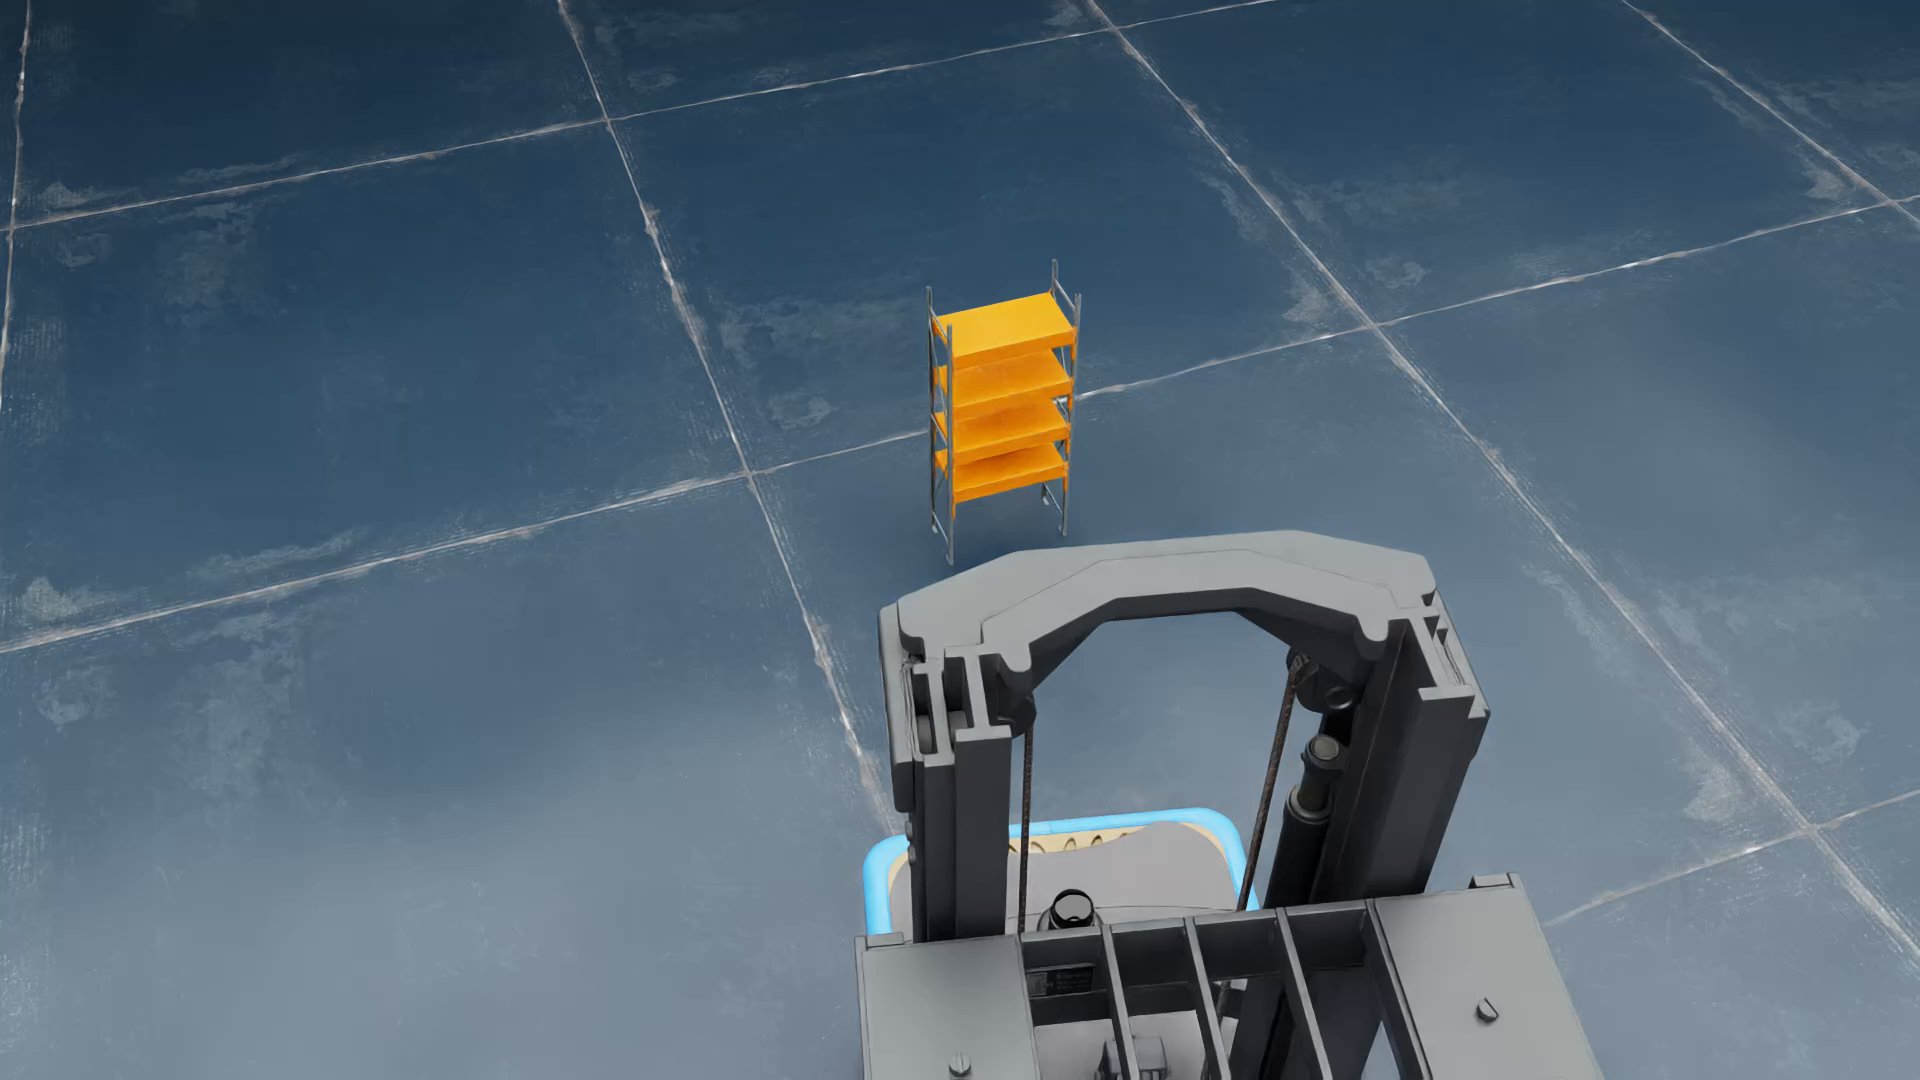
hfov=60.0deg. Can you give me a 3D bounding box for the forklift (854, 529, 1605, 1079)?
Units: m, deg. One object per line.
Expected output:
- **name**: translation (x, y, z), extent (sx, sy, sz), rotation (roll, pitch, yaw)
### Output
- **forklift**: translation (0.405, 1.521, 3.165), extent (1.130, 2.935, 3.031), rotation (-5, 45, -5)

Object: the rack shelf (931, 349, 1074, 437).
- **rack shelf**: translation (0.156, -0.574, 6.254), extent (0.480, 0.148, 0.258), rotation (-14, 47, -14)

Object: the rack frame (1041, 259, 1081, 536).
- **rack frame**: translation (0.385, -0.522, 6.423), extent (0.015, 1.200, 0.240), rotation (-14, 47, -14)

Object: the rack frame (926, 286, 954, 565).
- **rack frame**: translation (-0.074, -0.405, 6.306), extent (0.015, 1.200, 0.240), rotation (-14, 47, -14)

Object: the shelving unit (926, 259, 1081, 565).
- **shelving unit**: translation (0.156, -0.463, 6.365), extent (0.503, 1.200, 0.258), rotation (-14, 47, -14)

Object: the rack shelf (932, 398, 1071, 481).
- **rack shelf**: translation (0.156, -0.416, 6.412), extent (0.480, 0.148, 0.258), rotation (-14, 47, -14)

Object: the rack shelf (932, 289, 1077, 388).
- **rack shelf**: translation (0.156, -0.741, 6.086), extent (0.480, 0.148, 0.258), rotation (-14, 47, -14)

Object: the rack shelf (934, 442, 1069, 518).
- **rack shelf**: translation (0.156, -0.276, 6.553), extent (0.480, 0.148, 0.258), rotation (-14, 47, -14)
